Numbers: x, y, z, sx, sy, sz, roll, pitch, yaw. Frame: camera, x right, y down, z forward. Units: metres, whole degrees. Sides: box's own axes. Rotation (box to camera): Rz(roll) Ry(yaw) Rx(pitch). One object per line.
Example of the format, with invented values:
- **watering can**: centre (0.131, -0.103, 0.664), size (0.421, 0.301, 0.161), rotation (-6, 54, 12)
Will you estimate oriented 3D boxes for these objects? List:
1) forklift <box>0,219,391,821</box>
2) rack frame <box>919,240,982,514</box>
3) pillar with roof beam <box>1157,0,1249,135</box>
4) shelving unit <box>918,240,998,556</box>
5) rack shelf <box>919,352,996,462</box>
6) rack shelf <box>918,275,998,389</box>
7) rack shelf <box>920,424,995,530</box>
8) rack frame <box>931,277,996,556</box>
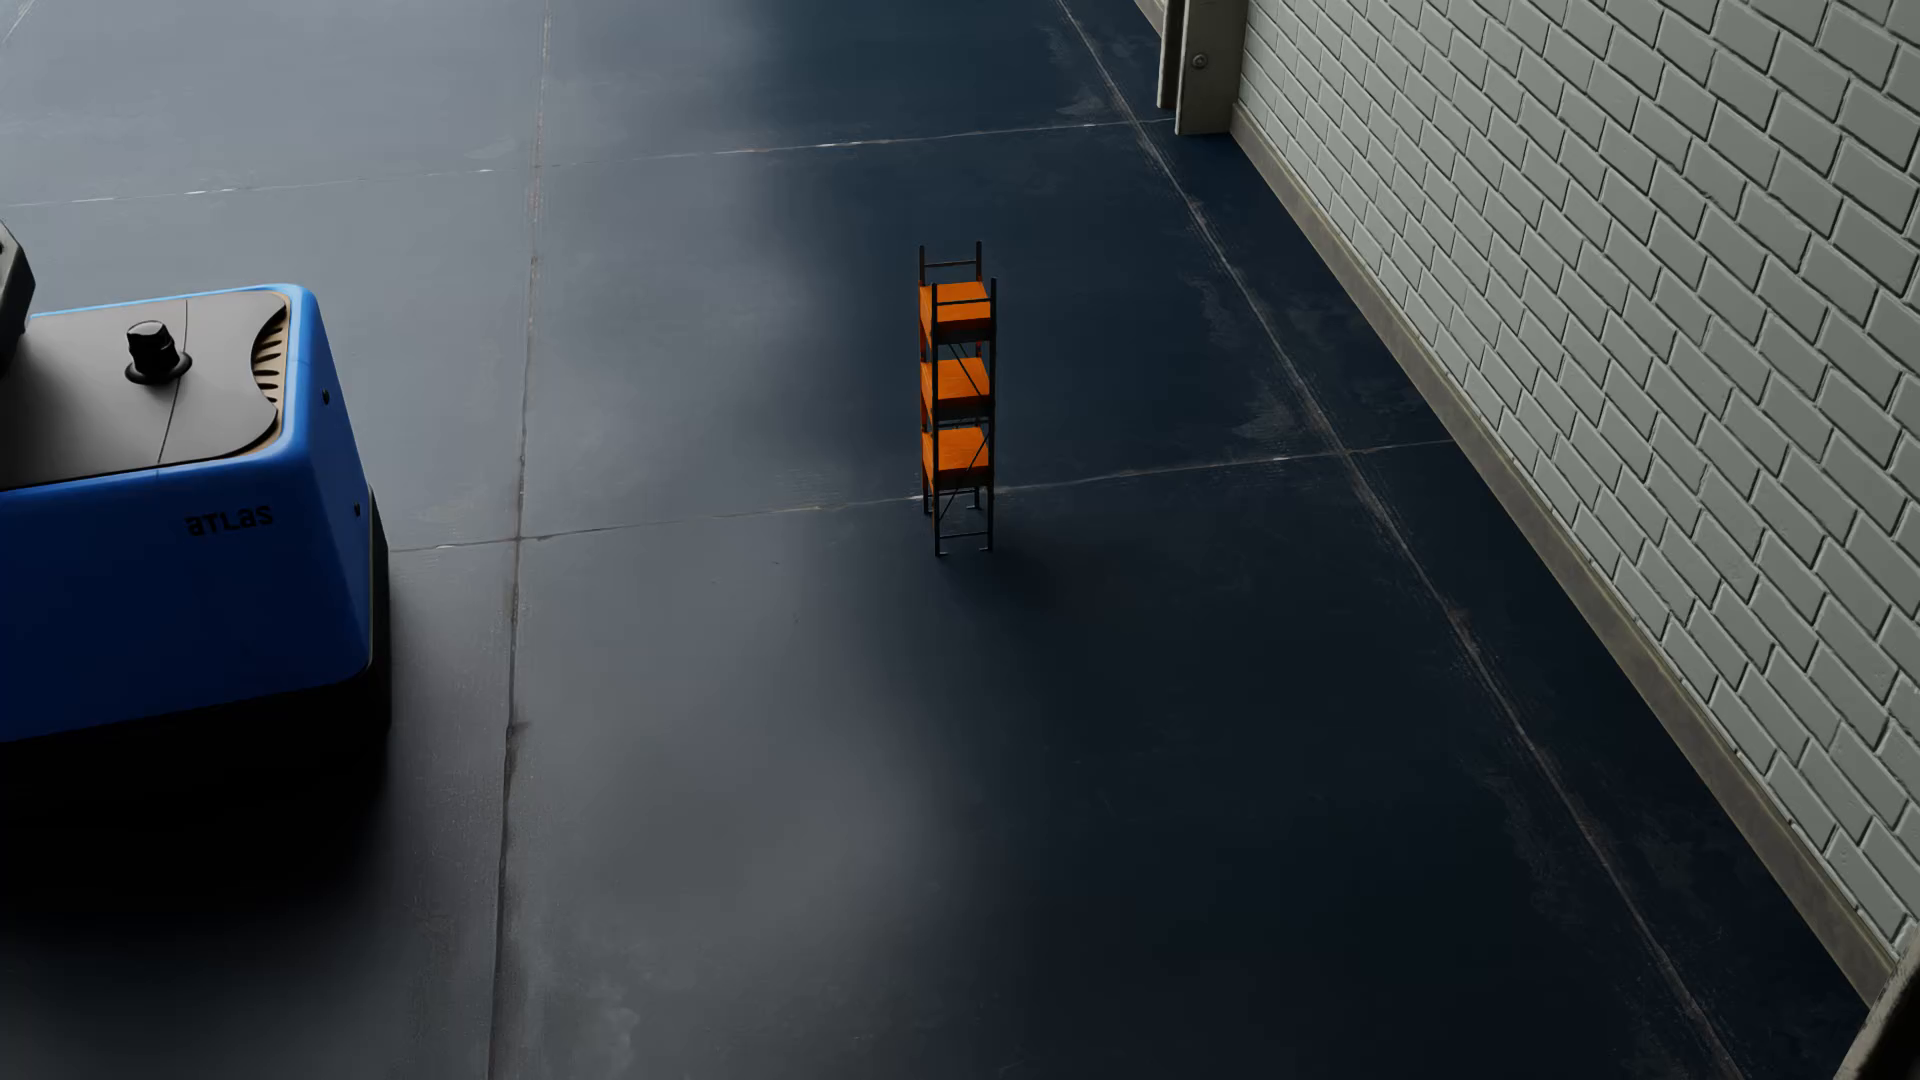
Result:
- **forklift**: centre (-3.268, -0.570, 4.095), size (3.031, 2.935, 1.130), rotation (-10, 39, -12)
- **rack frame**: centre (-0.031, -0.521, 5.564), size (0.200, 1.050, 0.008), rotation (-6, 38, -8)
- **pillar with roof beam**: centre (-3.026, -5.264, 5.191), size (9.100, 9.000, 0.400), rotation (-6, 38, -8)
- **shelving unit**: centre (-0.009, -0.447, 5.470), size (0.215, 1.050, 0.252), rotation (-6, 38, -8)
- **rack shelf**: centre (-0.009, -0.439, 5.476), size (0.215, 0.259, 0.240), rotation (-6, 38, -8)
- **rack shelf**: centre (-0.009, -0.663, 5.302), size (0.215, 0.259, 0.240), rotation (-6, 38, -8)
- **rack shelf**: centre (-0.009, -0.219, 5.647), size (0.215, 0.259, 0.240), rotation (-6, 38, -8)
- **rack frame**: centre (0.012, -0.373, 5.375), size (0.200, 1.050, 0.008), rotation (-6, 38, -8)
